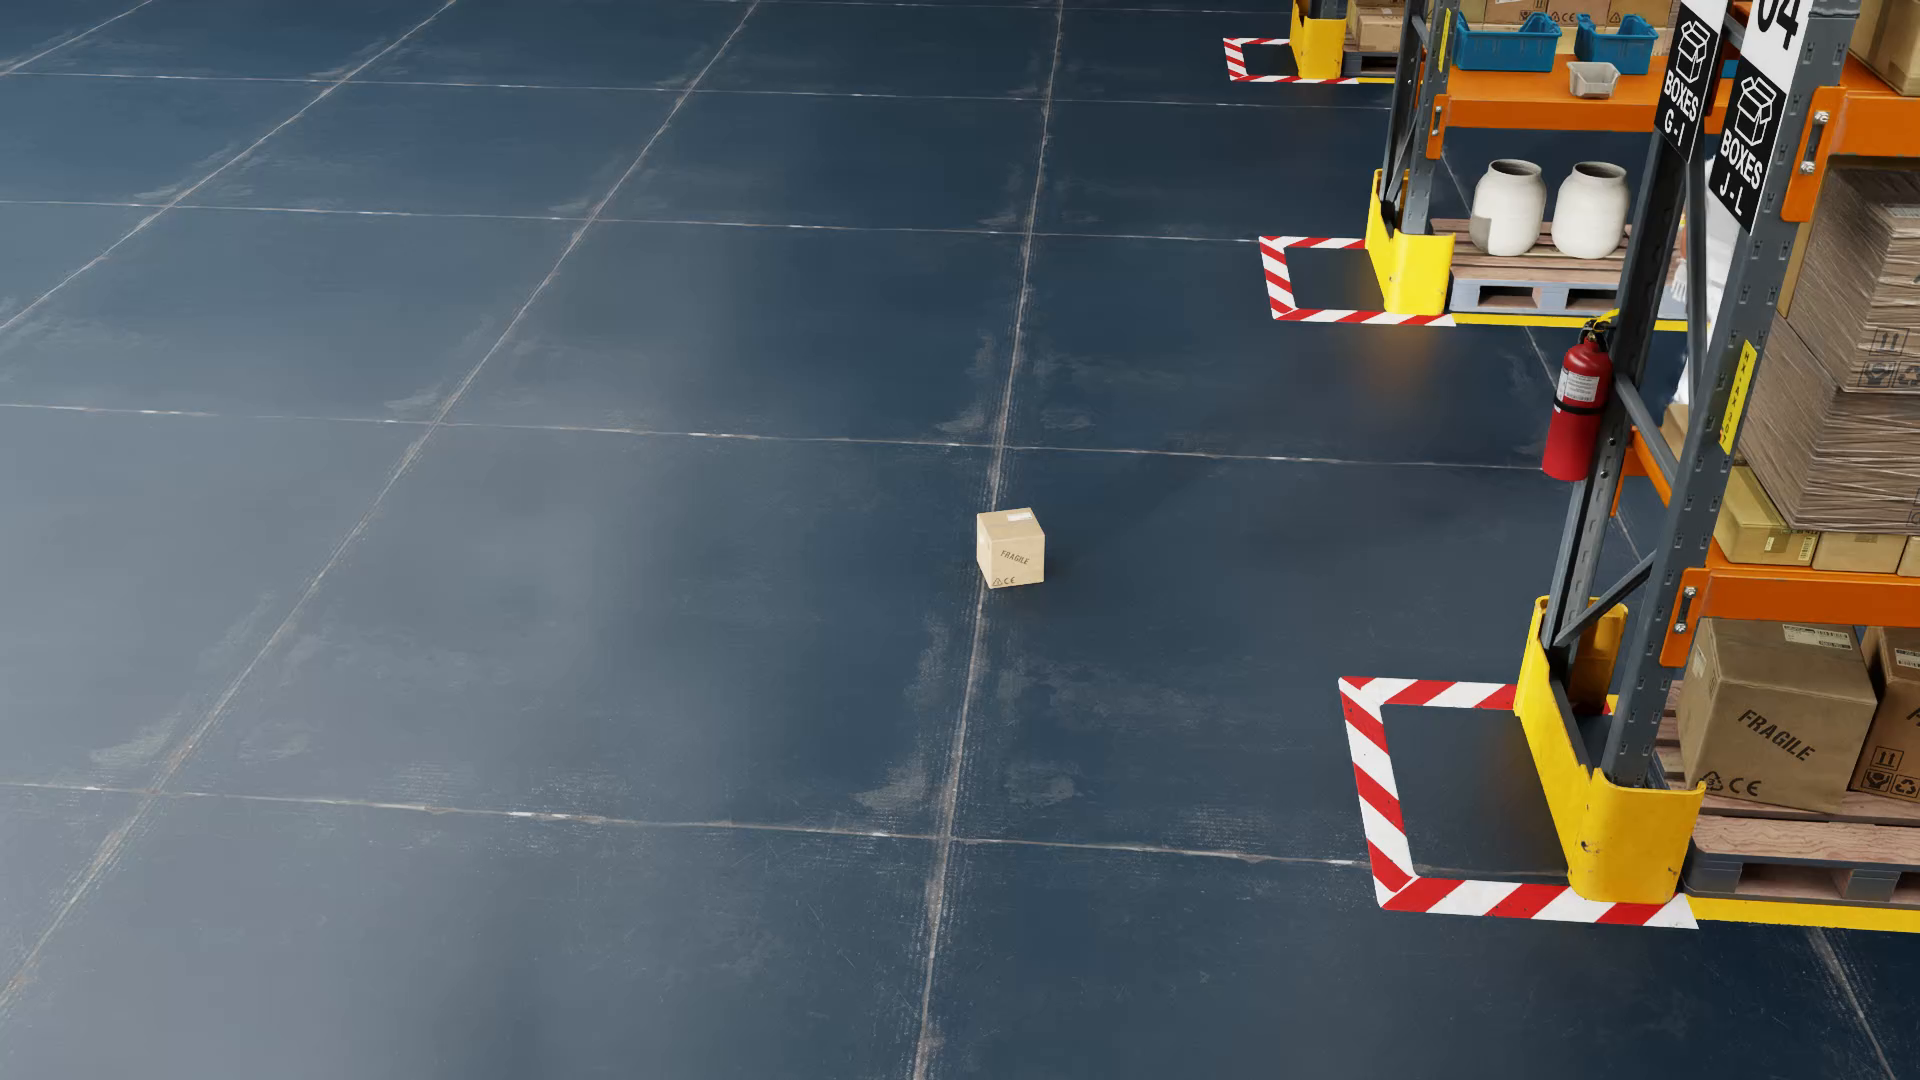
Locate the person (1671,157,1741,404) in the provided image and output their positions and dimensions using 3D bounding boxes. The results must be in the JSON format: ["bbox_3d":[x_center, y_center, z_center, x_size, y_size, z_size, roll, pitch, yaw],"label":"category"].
[{"bbox_3d":[3.828,-1.269,8.154,0.473,1.823,0.538,-11,33,-17],"label":"person"}]
